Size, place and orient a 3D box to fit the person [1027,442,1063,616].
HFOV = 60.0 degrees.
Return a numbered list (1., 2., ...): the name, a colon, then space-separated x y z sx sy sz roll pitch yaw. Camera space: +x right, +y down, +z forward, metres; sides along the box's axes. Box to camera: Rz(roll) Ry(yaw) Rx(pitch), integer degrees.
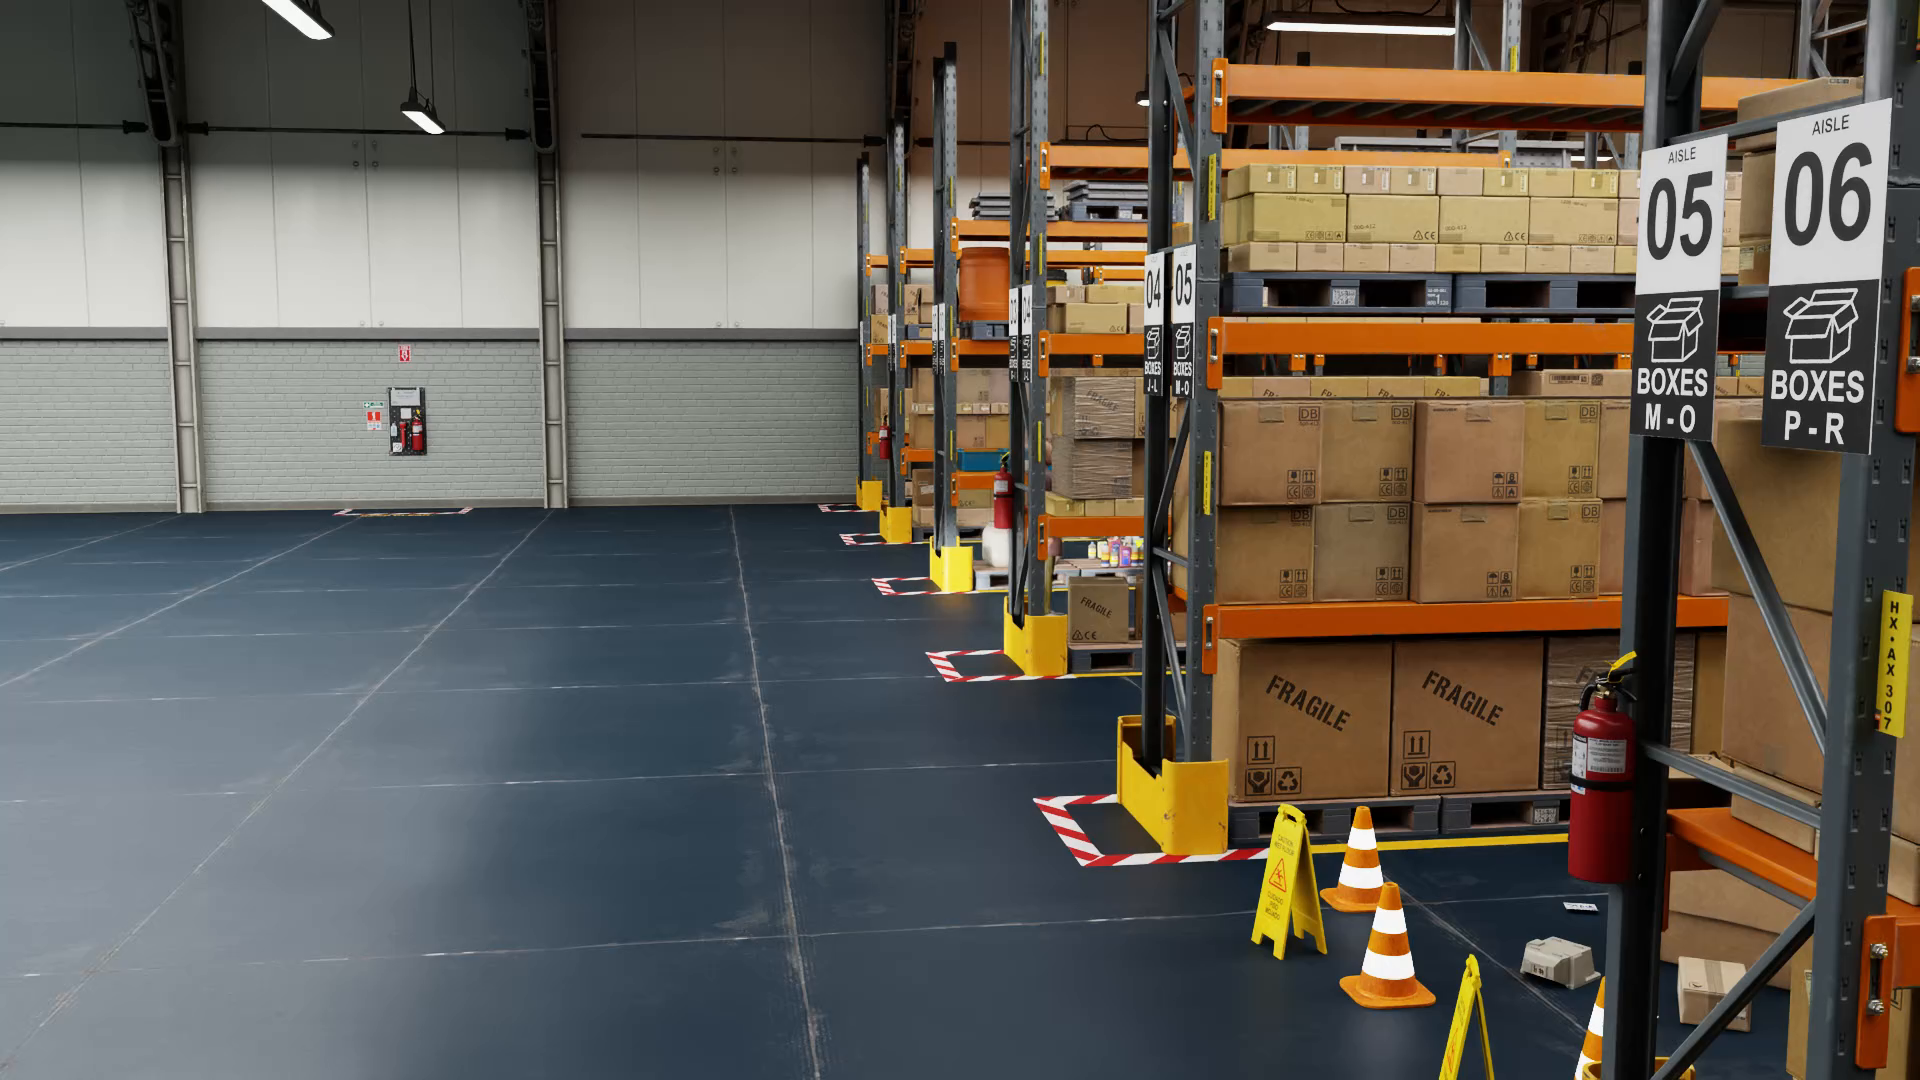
1. person: 0.853 -0.077 16.350 0.398 1.783 0.578 -1 6 -8
